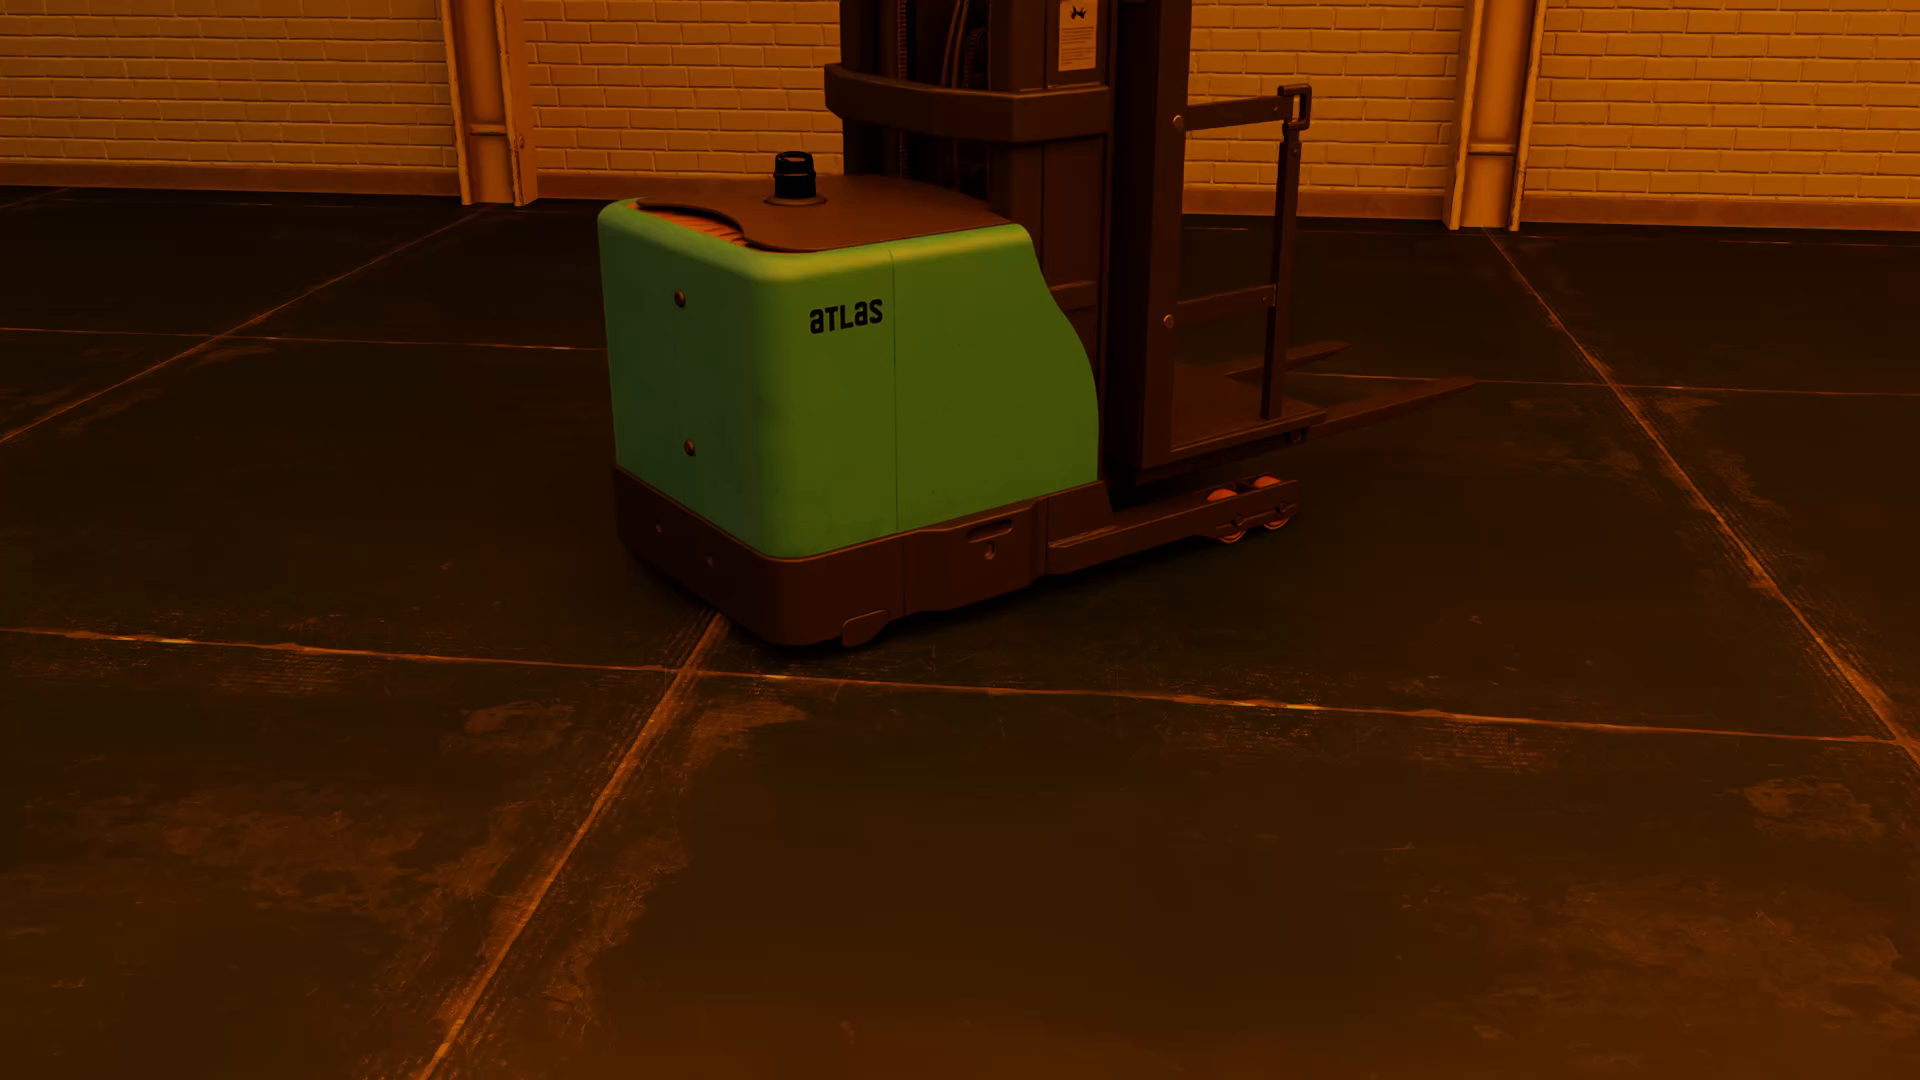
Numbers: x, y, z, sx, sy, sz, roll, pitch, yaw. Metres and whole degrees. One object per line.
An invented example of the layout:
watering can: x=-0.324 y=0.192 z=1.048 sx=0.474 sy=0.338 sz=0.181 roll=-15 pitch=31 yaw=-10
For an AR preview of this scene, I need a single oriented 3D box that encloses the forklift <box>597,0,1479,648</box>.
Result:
forklift: x=0.458 y=-1.494 z=4.962 sx=3.031 sy=2.935 sz=1.130 roll=-15 pitch=27 yaw=-33
